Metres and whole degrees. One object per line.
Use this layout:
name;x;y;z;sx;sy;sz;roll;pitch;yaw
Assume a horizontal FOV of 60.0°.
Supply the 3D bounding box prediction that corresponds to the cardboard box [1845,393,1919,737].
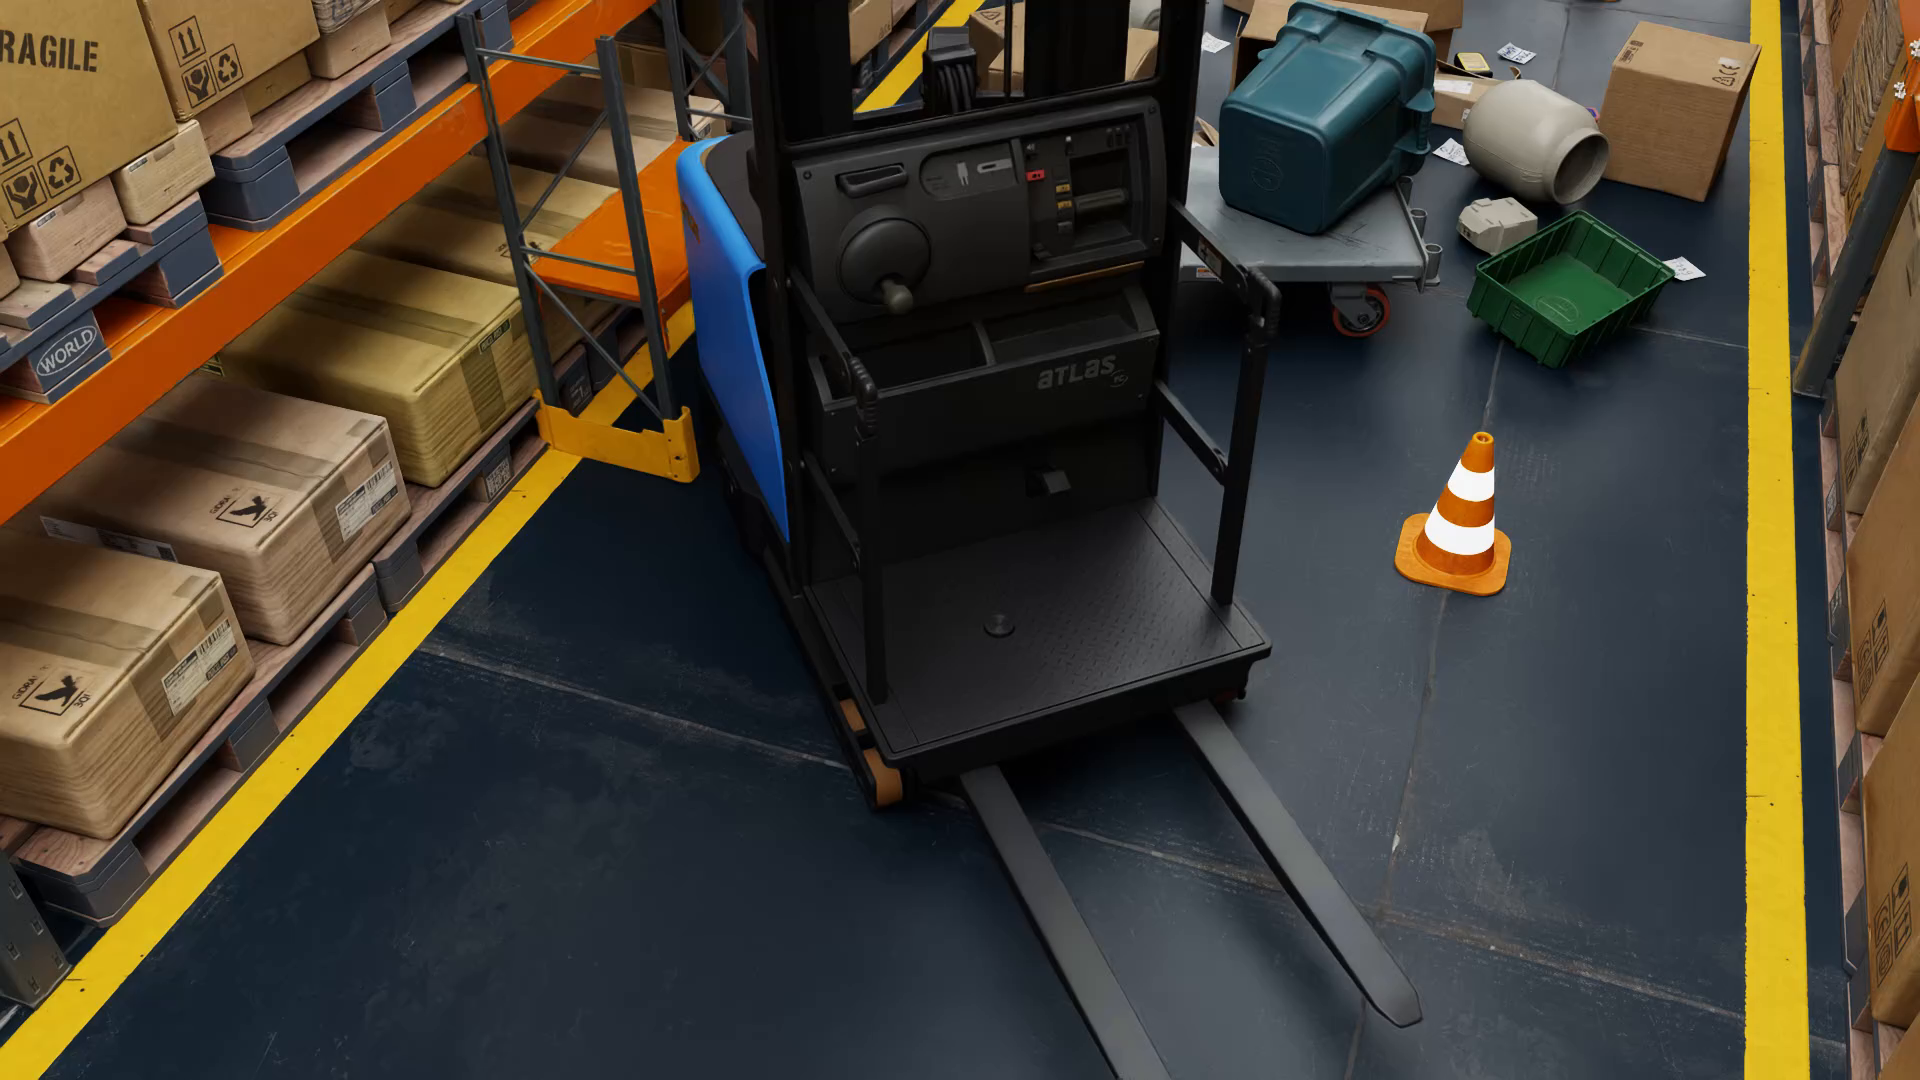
cardboard box;2.955;0.106;4.225;1.050;0.750;0.750;13;42;15

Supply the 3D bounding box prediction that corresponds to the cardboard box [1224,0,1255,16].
cardboard box;1.548;-2.721;8.325;0.250;0.149;0.380;-29;48;-29

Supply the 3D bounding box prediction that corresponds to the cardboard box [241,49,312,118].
cardboard box;-1.904;-1.225;4.245;0.380;0.149;0.250;15;43;17

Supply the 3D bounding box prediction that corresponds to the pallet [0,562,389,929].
pallet;-2.369;0.411;4.606;1.003;0.211;1.213;13;42;15

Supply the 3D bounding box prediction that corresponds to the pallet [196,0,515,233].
pallet;-1.999;-1.317;4.631;1.003;0.211;1.213;13;42;15

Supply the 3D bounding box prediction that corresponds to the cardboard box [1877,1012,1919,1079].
cardboard box;2.341;1.208;2.933;1.050;0.750;0.750;13;42;14

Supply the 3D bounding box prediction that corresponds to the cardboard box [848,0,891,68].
cardboard box;-0.642;-2.355;7.495;0.500;0.250;0.500;16;43;18

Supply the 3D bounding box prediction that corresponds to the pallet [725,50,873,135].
pallet;-1.073;-1.970;7.397;1.003;0.211;1.213;13;42;15

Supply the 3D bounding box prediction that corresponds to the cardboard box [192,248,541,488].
cardboard box;-1.926;-0.589;5.331;0.950;0.372;0.625;15;43;17

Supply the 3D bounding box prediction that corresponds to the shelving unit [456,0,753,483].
shelving unit;-0.966;-1.148;5.428;0.587;1.500;1.083;14;43;18

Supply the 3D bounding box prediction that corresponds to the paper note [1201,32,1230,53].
paper note;1.214;-2.416;8.067;0.148;0.019;0.142;29;48;29

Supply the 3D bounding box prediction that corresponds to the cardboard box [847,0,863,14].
cardboard box;-0.642;-2.642;7.252;0.500;0.500;0.500;15;43;17

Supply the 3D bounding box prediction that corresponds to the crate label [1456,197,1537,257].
crate label;2.139;-1.251;6.611;0.298;0.136;0.250;-13;42;-15

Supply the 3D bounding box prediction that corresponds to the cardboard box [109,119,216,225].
cardboard box;-1.973;-0.880;3.840;0.380;0.149;0.250;14;42;15

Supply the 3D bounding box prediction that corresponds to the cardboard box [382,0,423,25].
cardboard box;-1.735;-1.546;4.621;0.380;0.149;0.250;12;42;14

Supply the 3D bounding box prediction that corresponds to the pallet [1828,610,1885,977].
pallet;2.808;0.718;4.246;1.003;0.211;1.213;13;42;15

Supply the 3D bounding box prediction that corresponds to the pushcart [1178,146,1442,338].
pushcart;0.890;-1.140;6.296;1.648;0.377;0.936;0;40;0

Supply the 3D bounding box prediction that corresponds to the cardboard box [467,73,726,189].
cardboard box;-1.447;-1.453;6.343;0.950;0.372;0.625;14;42;16

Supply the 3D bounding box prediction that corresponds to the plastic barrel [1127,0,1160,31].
plastic barrel;0.814;-2.477;7.828;0.421;0.421;0.512;-21;45;-22

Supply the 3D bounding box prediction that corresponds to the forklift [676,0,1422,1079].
forklift;0.149;-0.720;3.836;1.130;2.935;3.031;-15;43;-16

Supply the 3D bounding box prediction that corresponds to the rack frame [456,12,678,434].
rack frame;-1.159;-0.847;5.079;0.500;1.500;0.032;14;43;18

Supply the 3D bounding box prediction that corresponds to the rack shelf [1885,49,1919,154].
rack shelf;2.733;-0.083;3.591;1.077;0.370;4.000;13;42;15

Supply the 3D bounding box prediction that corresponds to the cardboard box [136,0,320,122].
cardboard box;-1.919;-1.353;3.895;0.500;0.500;0.500;14;42;16

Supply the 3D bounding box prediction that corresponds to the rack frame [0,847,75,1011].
rack frame;-2.638;-0.174;3.143;1.000;3.000;0.127;13;42;15

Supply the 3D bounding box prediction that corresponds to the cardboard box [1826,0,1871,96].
cardboard box;4.316;-2.402;7.068;0.875;0.875;0.875;13;42;14

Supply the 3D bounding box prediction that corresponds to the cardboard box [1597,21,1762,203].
cardboard box;2.983;-1.801;6.974;0.500;0.500;0.500;21;45;22

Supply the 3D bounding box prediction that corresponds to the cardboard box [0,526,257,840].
cardboard box;-2.435;0.324;4.261;0.950;0.372;0.625;11;42;12

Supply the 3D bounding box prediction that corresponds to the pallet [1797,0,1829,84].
pallet;4.584;-2.450;7.960;1.003;0.211;1.213;13;42;15

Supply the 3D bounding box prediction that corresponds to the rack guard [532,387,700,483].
rack guard;-1.142;-0.371;5.483;0.587;0.250;0.087;14;43;18

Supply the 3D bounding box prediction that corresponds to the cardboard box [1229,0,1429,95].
cardboard box;1.565;-1.950;7.043;0.797;0.637;0.503;13;42;15

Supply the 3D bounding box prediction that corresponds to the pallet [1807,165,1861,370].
pallet;3.750;-0.962;6.215;1.003;0.211;1.213;13;42;15

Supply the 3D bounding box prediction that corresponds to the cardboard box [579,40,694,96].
cardboard box;-1.320;-2.148;7.251;0.500;0.250;0.500;15;43;17

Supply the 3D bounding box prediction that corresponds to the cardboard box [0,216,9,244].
cardboard box;-2.266;-0.708;3.139;0.500;0.500;0.500;12;42;14

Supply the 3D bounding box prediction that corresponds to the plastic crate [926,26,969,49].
plastic crate;0.038;-2.278;7.859;0.402;0.080;0.583;0;40;0

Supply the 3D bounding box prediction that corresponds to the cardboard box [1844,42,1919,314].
cardboard box;3.697;-1.296;5.772;0.875;0.875;0.875;14;42;16

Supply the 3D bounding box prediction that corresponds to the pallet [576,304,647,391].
pallet;-1.535;-1.078;6.350;1.003;0.211;1.213;13;42;15

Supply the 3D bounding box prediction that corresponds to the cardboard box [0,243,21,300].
cardboard box;-2.223;-0.560;3.465;0.380;0.149;0.250;11;42;12

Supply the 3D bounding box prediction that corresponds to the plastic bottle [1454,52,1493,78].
plastic bottle;2.408;-2.193;7.773;0.133;0.061;0.283;0;40;0

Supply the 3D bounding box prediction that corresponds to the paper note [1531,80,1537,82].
paper note;2.632;-2.116;7.722;0.123;0.001;0.032;-29;48;-29

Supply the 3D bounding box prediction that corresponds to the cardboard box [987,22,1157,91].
cardboard box;0.413;-1.574;6.126;0.500;0.500;0.500;13;42;15

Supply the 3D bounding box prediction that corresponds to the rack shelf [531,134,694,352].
rack shelf;-0.958;-1.016;5.550;0.538;0.185;1.000;14;43;18
